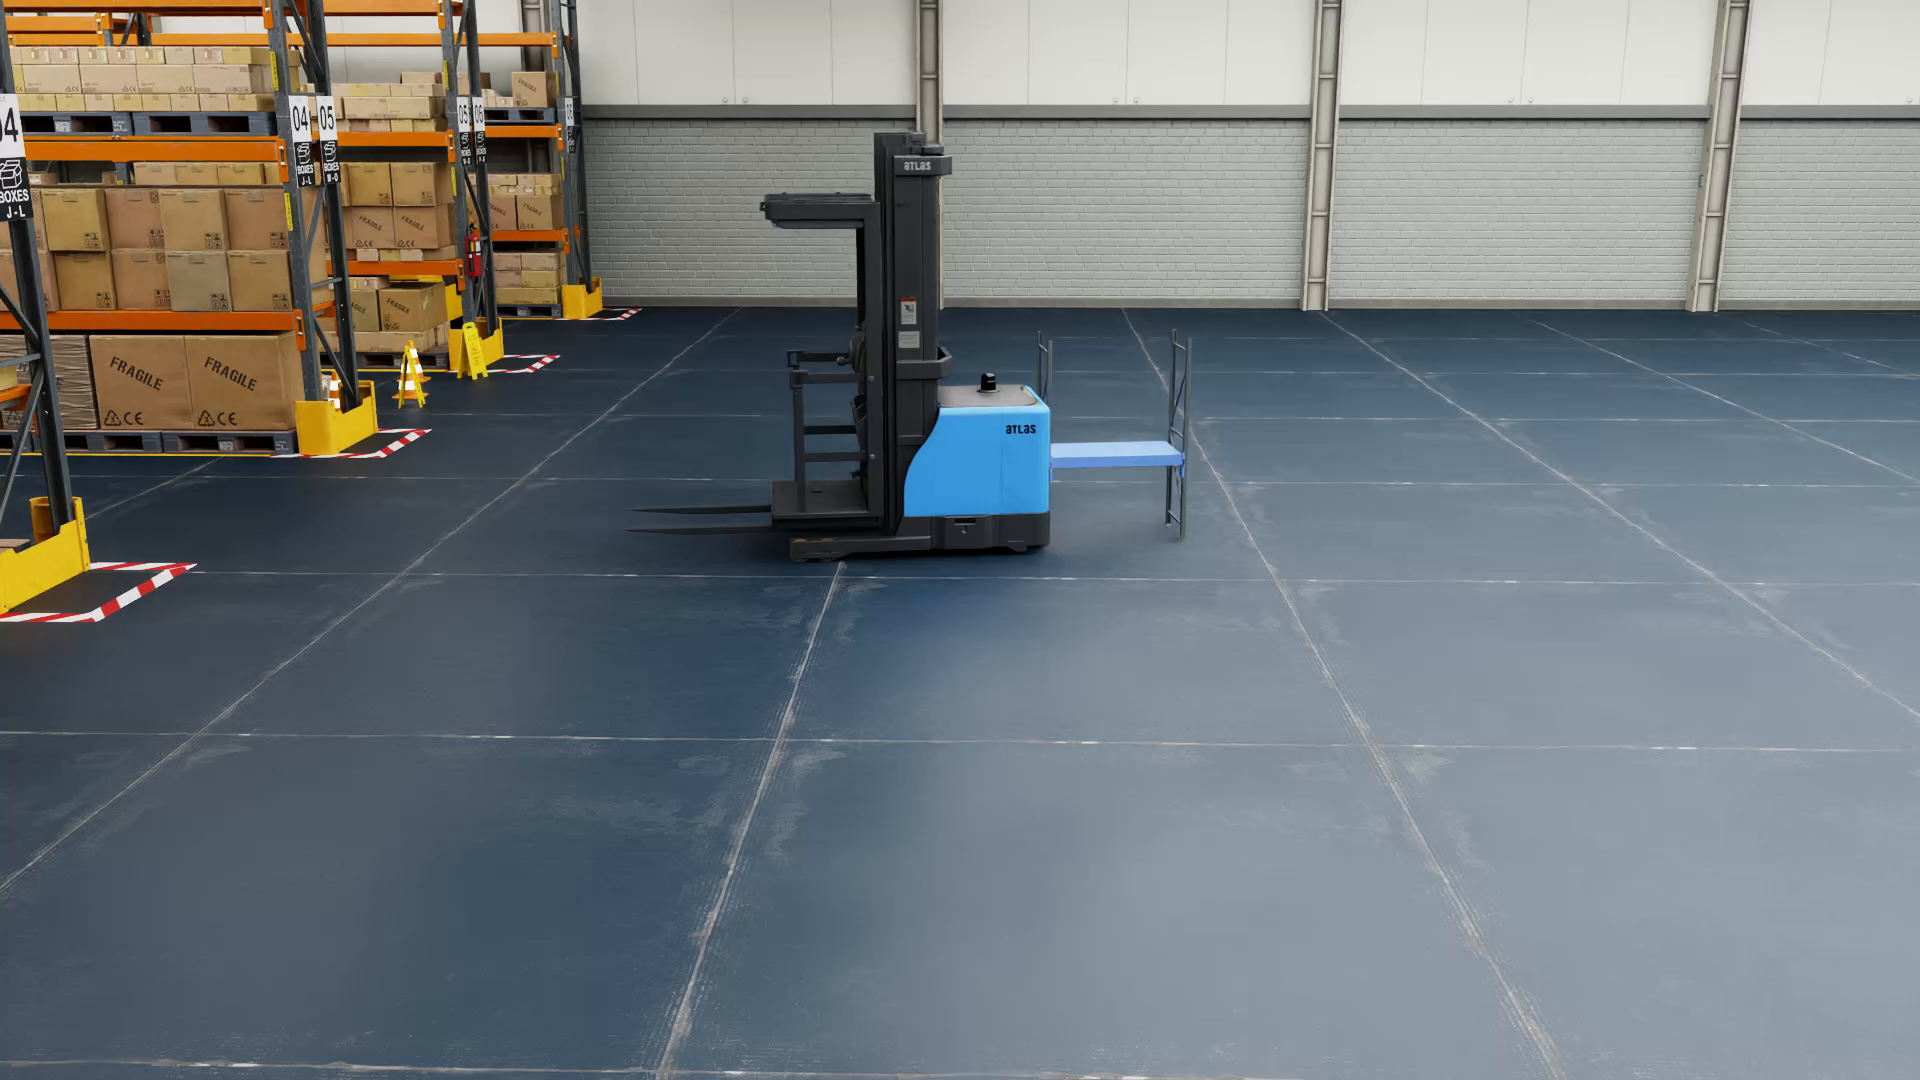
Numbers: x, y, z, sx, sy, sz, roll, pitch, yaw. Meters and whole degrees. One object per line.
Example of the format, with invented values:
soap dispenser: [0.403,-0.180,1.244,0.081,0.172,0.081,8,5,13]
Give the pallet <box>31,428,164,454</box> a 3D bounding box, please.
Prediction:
pallet: [-7.954,-1.024,15.808,1.213,0.211,1.003,0,15,1]

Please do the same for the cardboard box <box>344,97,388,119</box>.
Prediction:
cardboard box: [-6.931,-5.105,19.639,0.500,0.250,0.500,0,15,1]

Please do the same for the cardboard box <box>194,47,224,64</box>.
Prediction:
cardboard box: [-6.531,-4.262,14.644,0.250,0.149,0.380,0,15,2]

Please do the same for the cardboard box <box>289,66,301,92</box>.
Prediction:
cardboard box: [-6.412,-4.220,15.267,0.500,0.250,0.500,0,15,1]

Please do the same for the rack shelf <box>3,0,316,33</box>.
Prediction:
rack shelf: [-7.935,-4.751,14.902,4.000,0.370,1.077,0,15,1]

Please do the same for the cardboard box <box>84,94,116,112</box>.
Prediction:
cardboard box: [-7.547,-3.883,14.770,0.250,0.149,0.380,0,15,2]

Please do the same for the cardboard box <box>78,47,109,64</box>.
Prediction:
cardboard box: [-7.552,-4.268,14.668,0.250,0.149,0.380,0,15,1]

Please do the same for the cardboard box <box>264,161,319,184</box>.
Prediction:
cardboard box: [-7.940,-4.286,19.965,0.500,0.500,0.700,0,15,1]

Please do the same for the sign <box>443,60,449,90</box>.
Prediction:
sign: [-5.945,-5.379,19.231,0.005,0.325,0.100,0,15,1]

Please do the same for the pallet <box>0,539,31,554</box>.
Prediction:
pallet: [-7.051,0.219,11.095,1.213,0.211,1.003,0,15,1]

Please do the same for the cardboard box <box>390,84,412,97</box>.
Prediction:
cardboard box: [-6.513,-5.294,19.576,0.250,0.149,0.380,1,15,2]

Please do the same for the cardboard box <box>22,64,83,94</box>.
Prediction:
cardboard box: [-7.938,-4.094,14.788,0.500,0.250,0.500,1,15,2]

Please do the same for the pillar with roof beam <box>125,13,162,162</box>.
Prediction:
pillar with roof beam: [-12.568,-6.984,21.170,0.400,9.000,9.100,0,15,1]

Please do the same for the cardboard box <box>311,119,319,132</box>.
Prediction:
cardboard box: [-7.554,-4.917,19.709,0.250,0.149,0.380,0,15,0]

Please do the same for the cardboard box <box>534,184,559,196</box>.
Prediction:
cardboard box: [-6.141,-5.200,24.702,0.250,0.149,0.380,1,15,2]

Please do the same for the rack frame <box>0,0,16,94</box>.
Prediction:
rack frame: [-6.164,-4.015,9.918,0.127,3.000,1.000,0,15,1]

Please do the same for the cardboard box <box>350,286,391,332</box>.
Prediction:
cardboard box: [-7.240,-2.819,20.241,0.500,0.500,0.500,1,15,4]

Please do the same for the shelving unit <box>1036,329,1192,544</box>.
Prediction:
shelving unit: [1.120,-0.773,12.330,1.048,1.500,0.538,-2,15,-6]

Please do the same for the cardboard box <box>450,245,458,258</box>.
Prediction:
cardboard box: [-6.245,-3.575,20.503,0.250,0.149,0.380,0,15,2]

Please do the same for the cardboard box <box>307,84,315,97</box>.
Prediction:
cardboard box: [-7.526,-5.318,19.666,0.250,0.149,0.380,0,15,0]

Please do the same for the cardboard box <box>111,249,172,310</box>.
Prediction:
cardboard box: [-7.415,-2.476,15.549,0.550,0.550,0.875,0,15,1]

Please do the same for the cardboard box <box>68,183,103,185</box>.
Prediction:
cardboard box: [-10.871,-4.142,20.557,0.500,0.500,0.500,0,15,2]

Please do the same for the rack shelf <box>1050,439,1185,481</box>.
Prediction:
rack shelf: [1.120,-0.599,12.376,1.000,0.185,0.538,-2,15,-6]

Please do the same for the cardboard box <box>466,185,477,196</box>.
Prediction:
cardboard box: [-7.171,-5.206,24.724,0.250,0.149,0.380,0,15,0]

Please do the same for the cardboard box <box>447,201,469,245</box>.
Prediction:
cardboard box: [-6.377,-3.907,20.491,0.500,0.500,0.500,0,15,1]

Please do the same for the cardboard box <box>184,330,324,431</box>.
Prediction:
cardboard box: [-6.615,-1.542,15.645,0.875,0.875,0.875,0,15,2]

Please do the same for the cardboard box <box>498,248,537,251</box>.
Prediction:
cardboard box: [-6.763,-4.318,25.433,0.500,0.250,0.500,0,15,2]

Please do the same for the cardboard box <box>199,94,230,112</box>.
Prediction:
cardboard box: [-6.529,-3.876,14.746,0.250,0.149,0.380,0,15,2]

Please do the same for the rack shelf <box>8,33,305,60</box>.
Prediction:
rack shelf: [-11.785,-7.306,24.586,4.000,0.370,1.077,0,15,1]

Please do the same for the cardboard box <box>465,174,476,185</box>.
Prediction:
cardboard box: [-7.171,-5.344,24.665,0.250,0.149,0.380,1,15,3]

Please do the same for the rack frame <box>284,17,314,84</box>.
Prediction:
rack frame: [-9.786,-7.834,24.394,0.127,3.000,1.000,0,15,1]

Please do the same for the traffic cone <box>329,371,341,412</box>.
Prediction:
traffic cone: [-6.430,-1.517,17.184,0.334,0.463,0.336,0,15,1]

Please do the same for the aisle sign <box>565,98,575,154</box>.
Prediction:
aisle sign: [-5.729,-6.089,24.443,0.004,0.787,0.394,0,15,1]

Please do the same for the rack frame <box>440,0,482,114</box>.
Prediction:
rack frame: [-5.910,-6.542,19.497,0.127,3.000,1.000,0,15,1]

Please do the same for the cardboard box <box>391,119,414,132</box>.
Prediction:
cardboard box: [-6.524,-4.895,19.624,0.250,0.149,0.380,0,15,2]

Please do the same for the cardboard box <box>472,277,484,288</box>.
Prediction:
cardboard box: [-7.300,-3.950,25.019,0.500,0.250,0.500,0,15,0]

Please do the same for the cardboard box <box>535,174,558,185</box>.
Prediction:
cardboard box: [-6.151,-5.362,24.732,0.250,0.149,0.380,0,15,2]

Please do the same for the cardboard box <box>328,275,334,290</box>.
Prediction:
cardboard box: [-7.601,-3.120,20.110,0.250,0.149,0.380,1,15,4]

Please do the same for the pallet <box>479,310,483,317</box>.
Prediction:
pallet: [-7.769,-3.562,25.427,1.213,0.211,1.003,0,15,1]

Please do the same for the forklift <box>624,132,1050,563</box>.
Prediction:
forklift: [-0.903,-1.400,11.900,3.031,2.935,1.130,-2,15,-6]

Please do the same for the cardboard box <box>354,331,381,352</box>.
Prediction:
cardboard box: [-7.243,-2.457,20.340,0.500,0.250,0.500,0,15,2]

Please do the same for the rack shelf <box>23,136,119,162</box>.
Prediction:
rack shelf: [-11.908,-4.783,20.119,4.000,0.370,1.077,0,15,1]

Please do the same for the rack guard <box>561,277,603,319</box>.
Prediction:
rack guard: [-5.763,-3.699,25.378,0.348,0.500,1.175,0,15,1]

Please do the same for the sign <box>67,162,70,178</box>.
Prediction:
sign: [-13.774,-5.661,25.647,0.005,0.325,0.100,0,15,1]

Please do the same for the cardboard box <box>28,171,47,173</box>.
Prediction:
cardboard box: [-11.459,-4.450,20.455,0.250,0.149,0.380,1,15,5]

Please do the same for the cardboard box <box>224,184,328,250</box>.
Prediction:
cardboard box: [-6.306,-2.985,15.365,0.550,0.550,0.875,0,15,1]

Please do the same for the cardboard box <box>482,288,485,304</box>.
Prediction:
cardboard box: [-7.262,-3.715,25.106,0.500,0.250,0.500,1,15,2]

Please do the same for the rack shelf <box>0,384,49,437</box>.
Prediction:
rack shelf: [-8.163,-0.779,10.824,4.000,0.370,1.077,0,15,1]

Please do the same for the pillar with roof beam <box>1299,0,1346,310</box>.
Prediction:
pillar with roof beam: [5.426,-6.866,20.726,0.400,9.000,9.100,0,15,1]

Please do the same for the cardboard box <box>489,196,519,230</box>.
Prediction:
cardboard box: [-6.804,-4.898,24.827,0.500,0.500,0.500,1,15,3]

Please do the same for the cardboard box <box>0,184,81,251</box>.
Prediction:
cardboard box: [-8.477,-2.975,15.327,0.550,0.550,0.875,0,15,1]

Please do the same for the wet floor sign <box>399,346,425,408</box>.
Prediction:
wet floor sign: [-5.856,-1.745,17.688,0.232,0.644,0.267,-2,15,-8]

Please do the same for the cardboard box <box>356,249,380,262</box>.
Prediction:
cardboard box: [-7.060,-3.442,20.000,0.250,0.149,0.380,1,15,2]

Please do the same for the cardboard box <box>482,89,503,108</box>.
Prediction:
cardboard box: [-6.877,-6.474,24.361,0.258,0.266,0.396,0,15,2]
